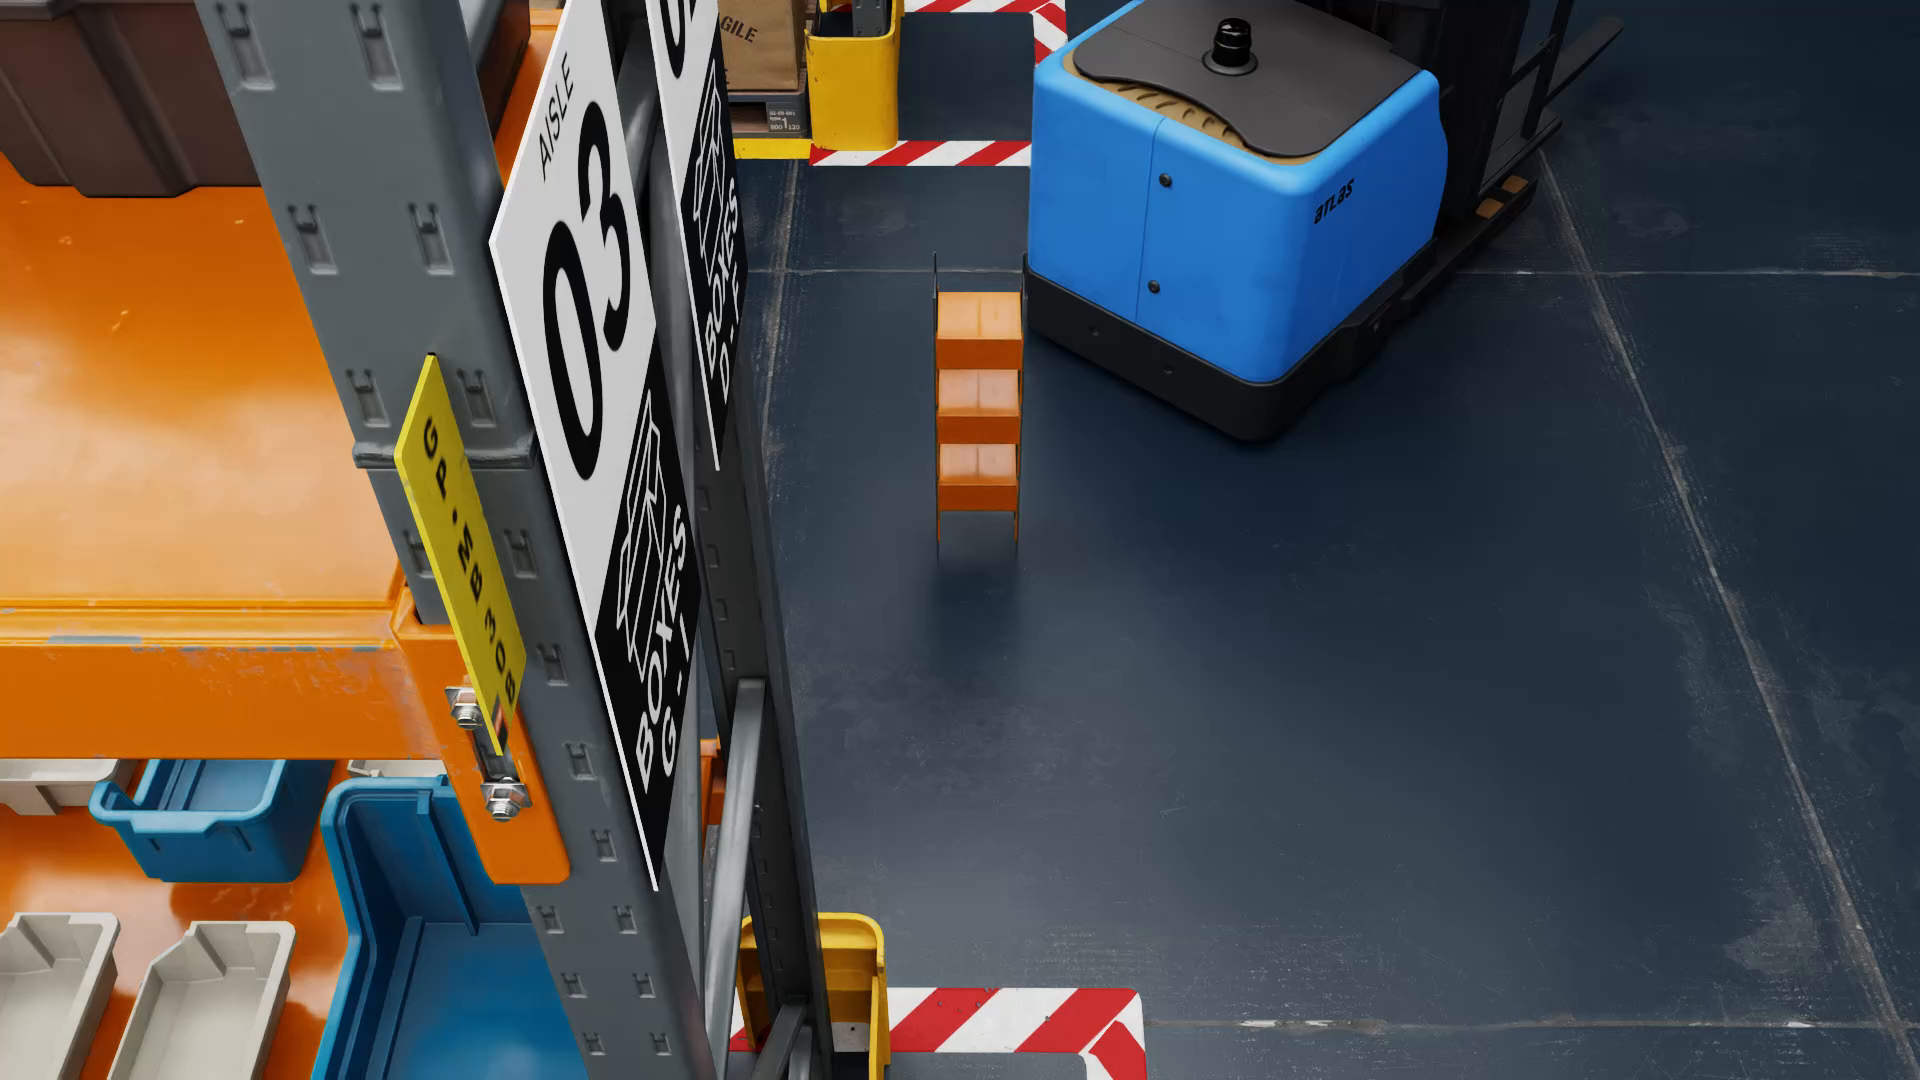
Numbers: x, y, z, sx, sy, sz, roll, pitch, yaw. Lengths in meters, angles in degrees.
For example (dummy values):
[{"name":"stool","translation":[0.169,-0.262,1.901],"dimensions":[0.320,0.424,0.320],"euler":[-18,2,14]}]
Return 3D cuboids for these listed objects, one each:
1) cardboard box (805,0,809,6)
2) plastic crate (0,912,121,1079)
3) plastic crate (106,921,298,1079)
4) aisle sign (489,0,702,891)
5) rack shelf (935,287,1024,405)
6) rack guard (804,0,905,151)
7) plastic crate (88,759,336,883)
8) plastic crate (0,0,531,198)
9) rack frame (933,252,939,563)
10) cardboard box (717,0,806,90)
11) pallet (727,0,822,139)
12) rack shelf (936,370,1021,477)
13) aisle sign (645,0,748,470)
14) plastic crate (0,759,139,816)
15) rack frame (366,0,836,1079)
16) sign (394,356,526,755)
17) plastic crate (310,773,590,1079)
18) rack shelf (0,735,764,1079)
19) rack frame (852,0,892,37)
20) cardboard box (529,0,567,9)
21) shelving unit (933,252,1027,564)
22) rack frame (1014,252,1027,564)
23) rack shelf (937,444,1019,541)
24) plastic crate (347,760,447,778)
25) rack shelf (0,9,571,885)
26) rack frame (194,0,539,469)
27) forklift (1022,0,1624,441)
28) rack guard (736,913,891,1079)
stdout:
[{"name":"cardboard box","translation":[-0.765,-2.452,7.130],"dimensions":[0.250,0.149,0.380],"euler":[0,47,0]},{"name":"plastic crate","translation":[-1.476,0.793,2.602],"dimensions":[0.243,0.136,0.396],"euler":[0,47,0]},{"name":"plastic crate","translation":[-1.186,0.805,2.591],"dimensions":[0.243,0.136,0.396],"euler":[0,47,0]},{"name":"aisle sign","translation":[-0.299,-0.066,1.486],"dimensions":[0.004,0.787,0.394],"euler":[0,47,0]},{"name":"rack shelf","translation":[0.054,-0.544,4.666],"dimensions":[0.240,0.259,0.215],"euler":[0,47,0]},{"name":"rack guard","translation":[-0.424,-2.169,6.928],"dimensions":[0.348,0.500,1.175],"euler":[0,47,0]},{"name":"plastic crate","translation":[-1.274,0.398,2.904],"dimensions":[0.300,0.233,0.416],"euler":[0,47,0]},{"name":"plastic crate","translation":[-0.754,-0.578,1.779],"dimensions":[0.590,0.269,0.497],"euler":[0,47,0]},{"name":"rack frame","translation":[-0.068,-0.358,4.866],"dimensions":[0.008,1.050,0.200],"euler":[0,47,0]},{"name":"cardboard box","translation":[-0.892,-2.140,6.600],"dimensions":[0.500,0.500,0.500],"euler":[0,47,0]},{"name":"pallet","translation":[-1.221,-2.072,7.035],"dimensions":[1.213,0.211,1.003],"euler":[0,47,0]},{"name":"rack shelf","translation":[0.054,-0.350,4.873],"dimensions":[0.240,0.259,0.215],"euler":[0,47,0]},{"name":"aisle sign","translation":[-0.297,-0.498,1.888],"dimensions":[0.004,0.787,0.394],"euler":[0,47,0]},{"name":"plastic crate","translation":[-1.614,0.369,2.996],"dimensions":[0.298,0.136,0.250],"euler":[0,47,0]},{"name":"rack frame","translation":[-0.370,0.605,2.638],"dimensions":[0.127,3.000,1.000],"euler":[0,47,0]},{"name":"sign","translation":[-0.356,0.021,1.203],"dimensions":[0.005,0.325,0.100],"euler":[0,47,0]},{"name":"plastic crate","translation":[-0.705,0.708,2.476],"dimensions":[0.499,0.435,0.616],"euler":[0,47,0]},{"name":"rack shelf","translation":[-2.370,0.845,2.906],"dimensions":[4.000,0.370,1.077],"euler":[0,47,0]},{"name":"rack frame","translation":[-0.348,-3.021,6.013],"dimensions":[0.127,3.000,1.000],"euler":[0,47,0]},{"name":"cardboard box","translation":[-1.842,-2.080,6.714],"dimensions":[0.500,0.250,0.500],"euler":[0,47,0]},{"name":"shelving unit","translation":[0.054,-0.358,4.866],"dimensions":[0.252,1.050,0.215],"euler":[0,47,0]},{"name":"rack frame","translation":[0.176,-0.357,4.865],"dimensions":[0.008,1.050,0.200],"euler":[0,47,0]},{"name":"rack shelf","translation":[0.054,-0.161,5.077],"dimensions":[0.240,0.259,0.215],"euler":[0,47,0]},{"name":"plastic crate","translation":[-0.936,0.371,2.994],"dimensions":[0.298,0.136,0.250],"euler":[0,47,0]},{"name":"rack shelf","translation":[-2.370,-0.177,1.808],"dimensions":[4.000,0.370,1.077],"euler":[0,47,0]},{"name":"rack frame","translation":[-0.370,-1.439,0.442],"dimensions":[0.127,3.000,1.000],"euler":[0,47,0]},{"name":"forklift","translation":[1.552,-2.336,5.422],"dimensions":[1.130,2.935,3.031],"euler":[32,55,26]},{"name":"rack guard","translation":[-0.346,1.447,3.562],"dimensions":[0.348,0.500,1.175],"euler":[0,47,0]}]
